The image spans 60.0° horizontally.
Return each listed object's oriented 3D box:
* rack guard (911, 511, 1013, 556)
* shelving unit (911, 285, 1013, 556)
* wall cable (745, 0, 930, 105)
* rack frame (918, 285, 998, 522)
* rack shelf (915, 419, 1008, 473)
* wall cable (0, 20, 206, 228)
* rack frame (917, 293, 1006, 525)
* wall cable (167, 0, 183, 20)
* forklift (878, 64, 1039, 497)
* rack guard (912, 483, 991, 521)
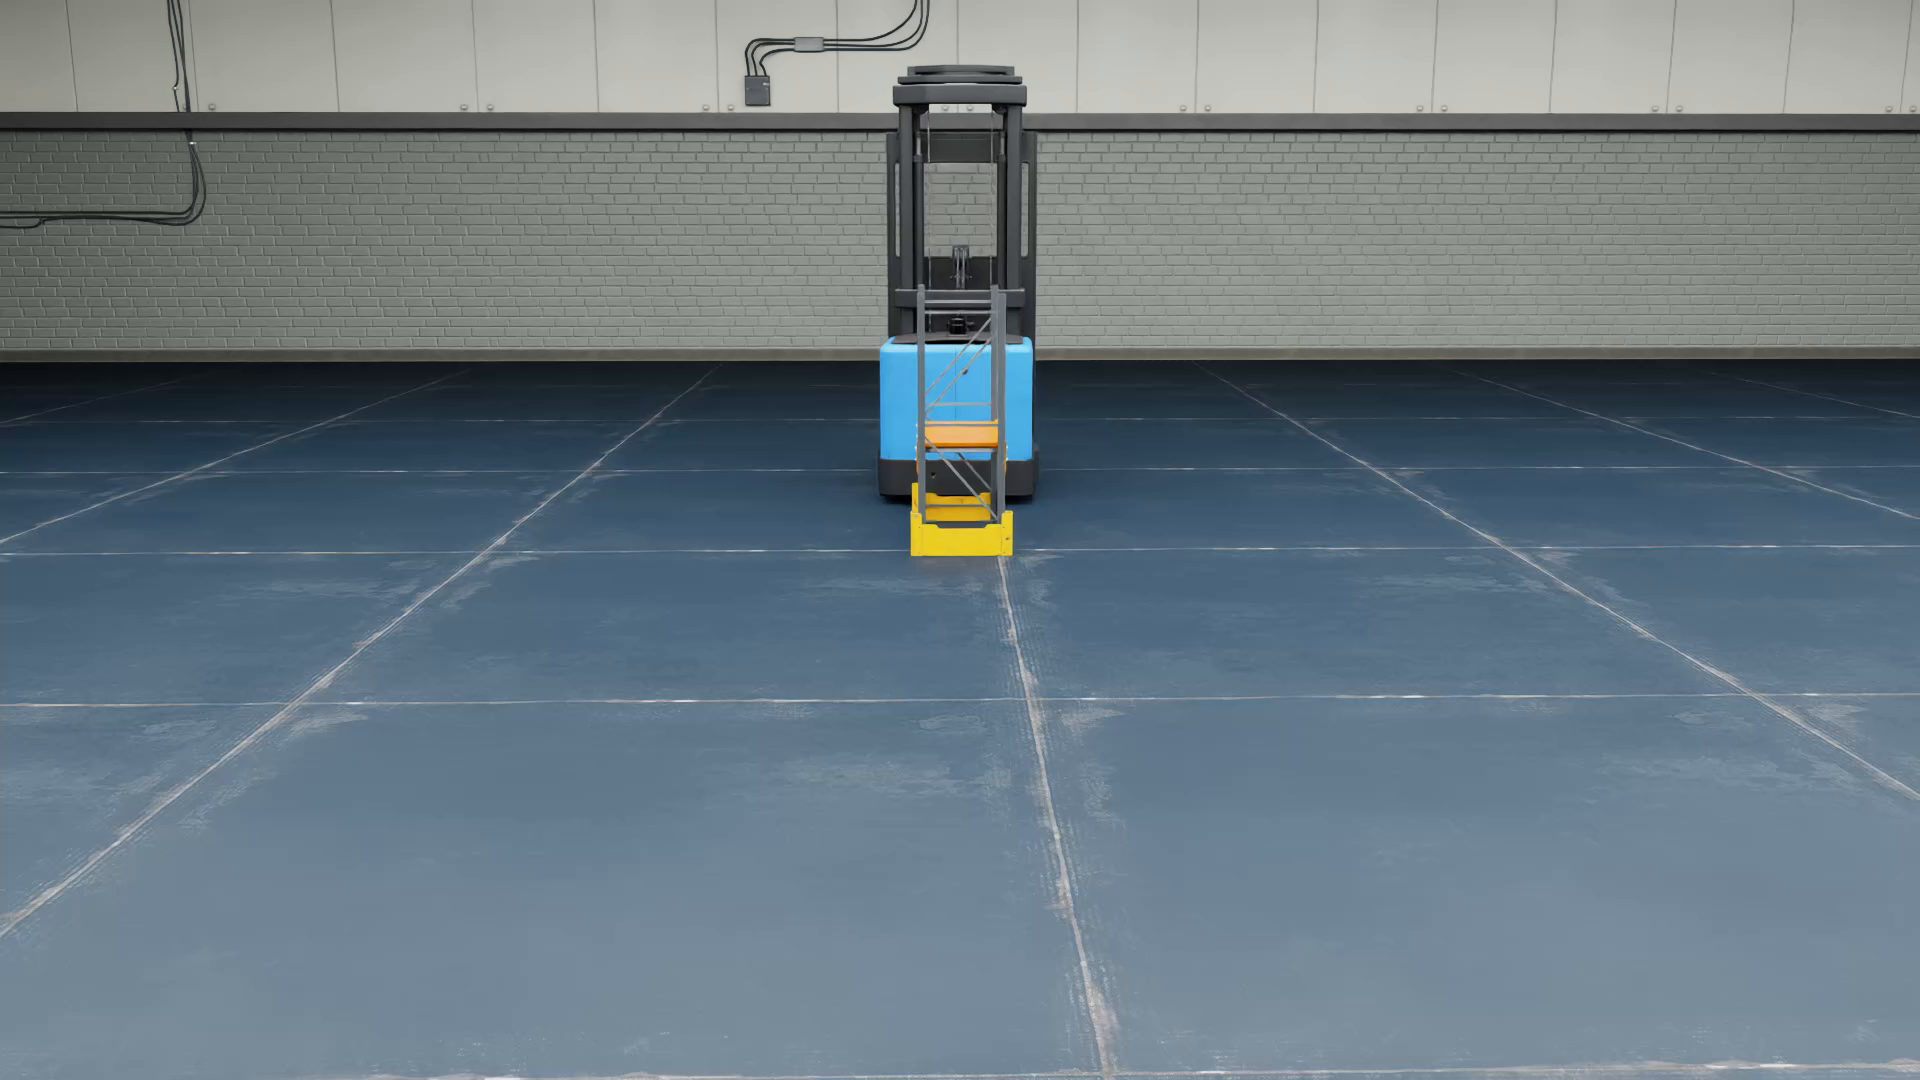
[{"bbox_3d":[0.009,-0.039,9.621,0.587,0.250,0.087,0,11,-1],"label":"rack guard"},{"bbox_3d":[-0.002,-0.750,9.985,0.587,1.500,1.083,0,11,-1],"label":"shelving unit"},{"bbox_3d":[-1.527,-8.384,20.201,2.305,6.003,0.169,0,11,-1],"label":"wall cable"},{"bbox_3d":[-0.012,-0.853,10.492,0.500,1.500,0.032,0,11,-1],"label":"rack frame"},{"bbox_3d":[-0.002,-0.576,10.029,0.538,0.185,1.000,0,11,-1],"label":"rack shelf"},{"bbox_3d":[-11.018,-5.160,20.671,3.097,2.526,0.112,0,11,-1],"label":"wall cable"},{"bbox_3d":[0.009,-0.651,9.495,0.500,1.500,0.032,0,11,-1],"label":"rack frame"},{"bbox_3d":[-8.314,-7.646,20.224,3.097,2.526,0.112,0,11,-1],"label":"wall cable"},{"bbox_3d":[0.023,-1.966,12.378,1.130,2.935,3.031,0,11,2],"label":"forklift"},{"bbox_3d":[-0.012,-0.237,10.597,0.587,0.250,0.087,0,11,-1],"label":"rack guard"}]
